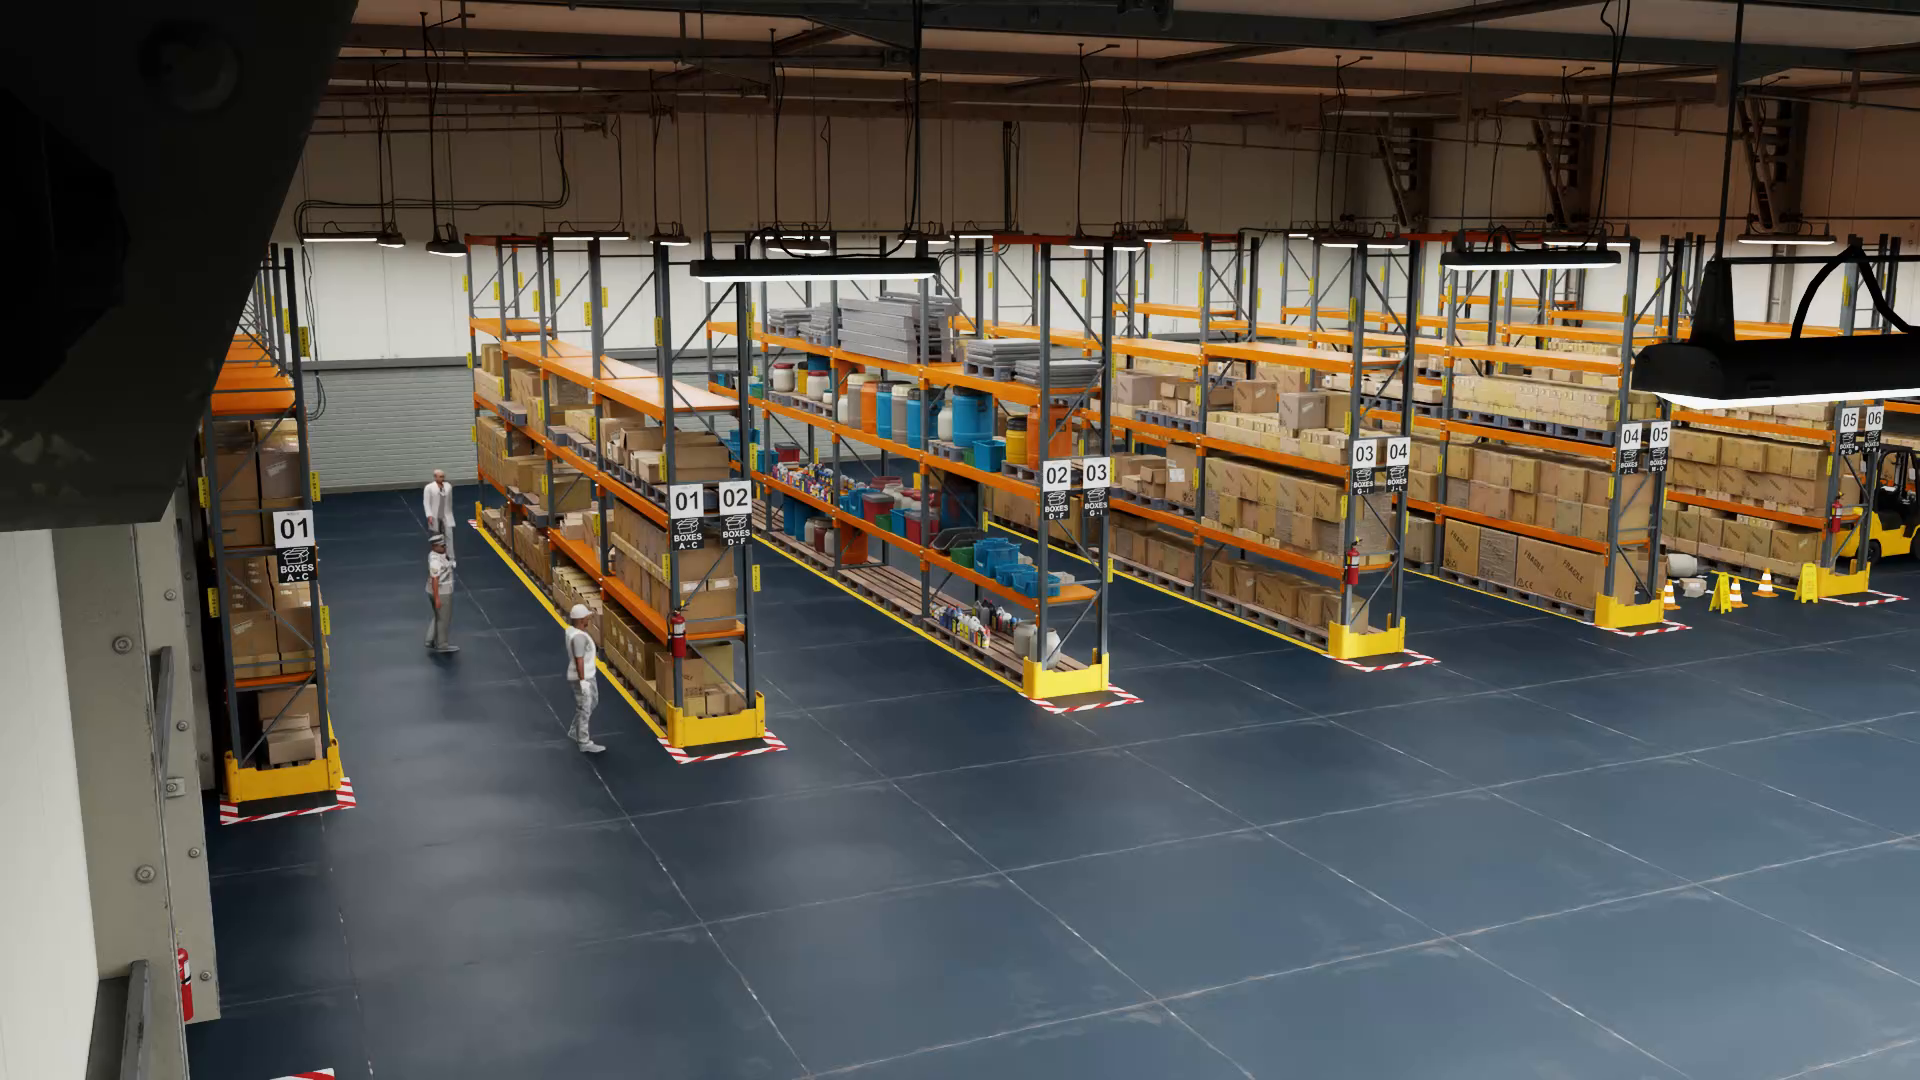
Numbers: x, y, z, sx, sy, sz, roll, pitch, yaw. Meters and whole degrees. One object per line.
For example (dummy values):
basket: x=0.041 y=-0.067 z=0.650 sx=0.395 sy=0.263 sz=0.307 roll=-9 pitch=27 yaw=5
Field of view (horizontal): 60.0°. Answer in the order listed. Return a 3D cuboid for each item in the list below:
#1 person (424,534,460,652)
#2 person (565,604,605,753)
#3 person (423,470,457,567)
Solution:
person: x=-7.638 y=0.782 z=24.435 sx=0.512 sy=1.766 sz=0.552 roll=-8 pitch=13 yaw=-35
person: x=-4.529 y=1.654 z=19.956 sx=0.489 sy=1.794 sz=0.618 roll=-1 pitch=11 yaw=-6
person: x=-9.593 y=-0.427 z=30.656 sx=0.546 sy=1.747 sz=1.019 roll=-4 pitch=12 yaw=-21
